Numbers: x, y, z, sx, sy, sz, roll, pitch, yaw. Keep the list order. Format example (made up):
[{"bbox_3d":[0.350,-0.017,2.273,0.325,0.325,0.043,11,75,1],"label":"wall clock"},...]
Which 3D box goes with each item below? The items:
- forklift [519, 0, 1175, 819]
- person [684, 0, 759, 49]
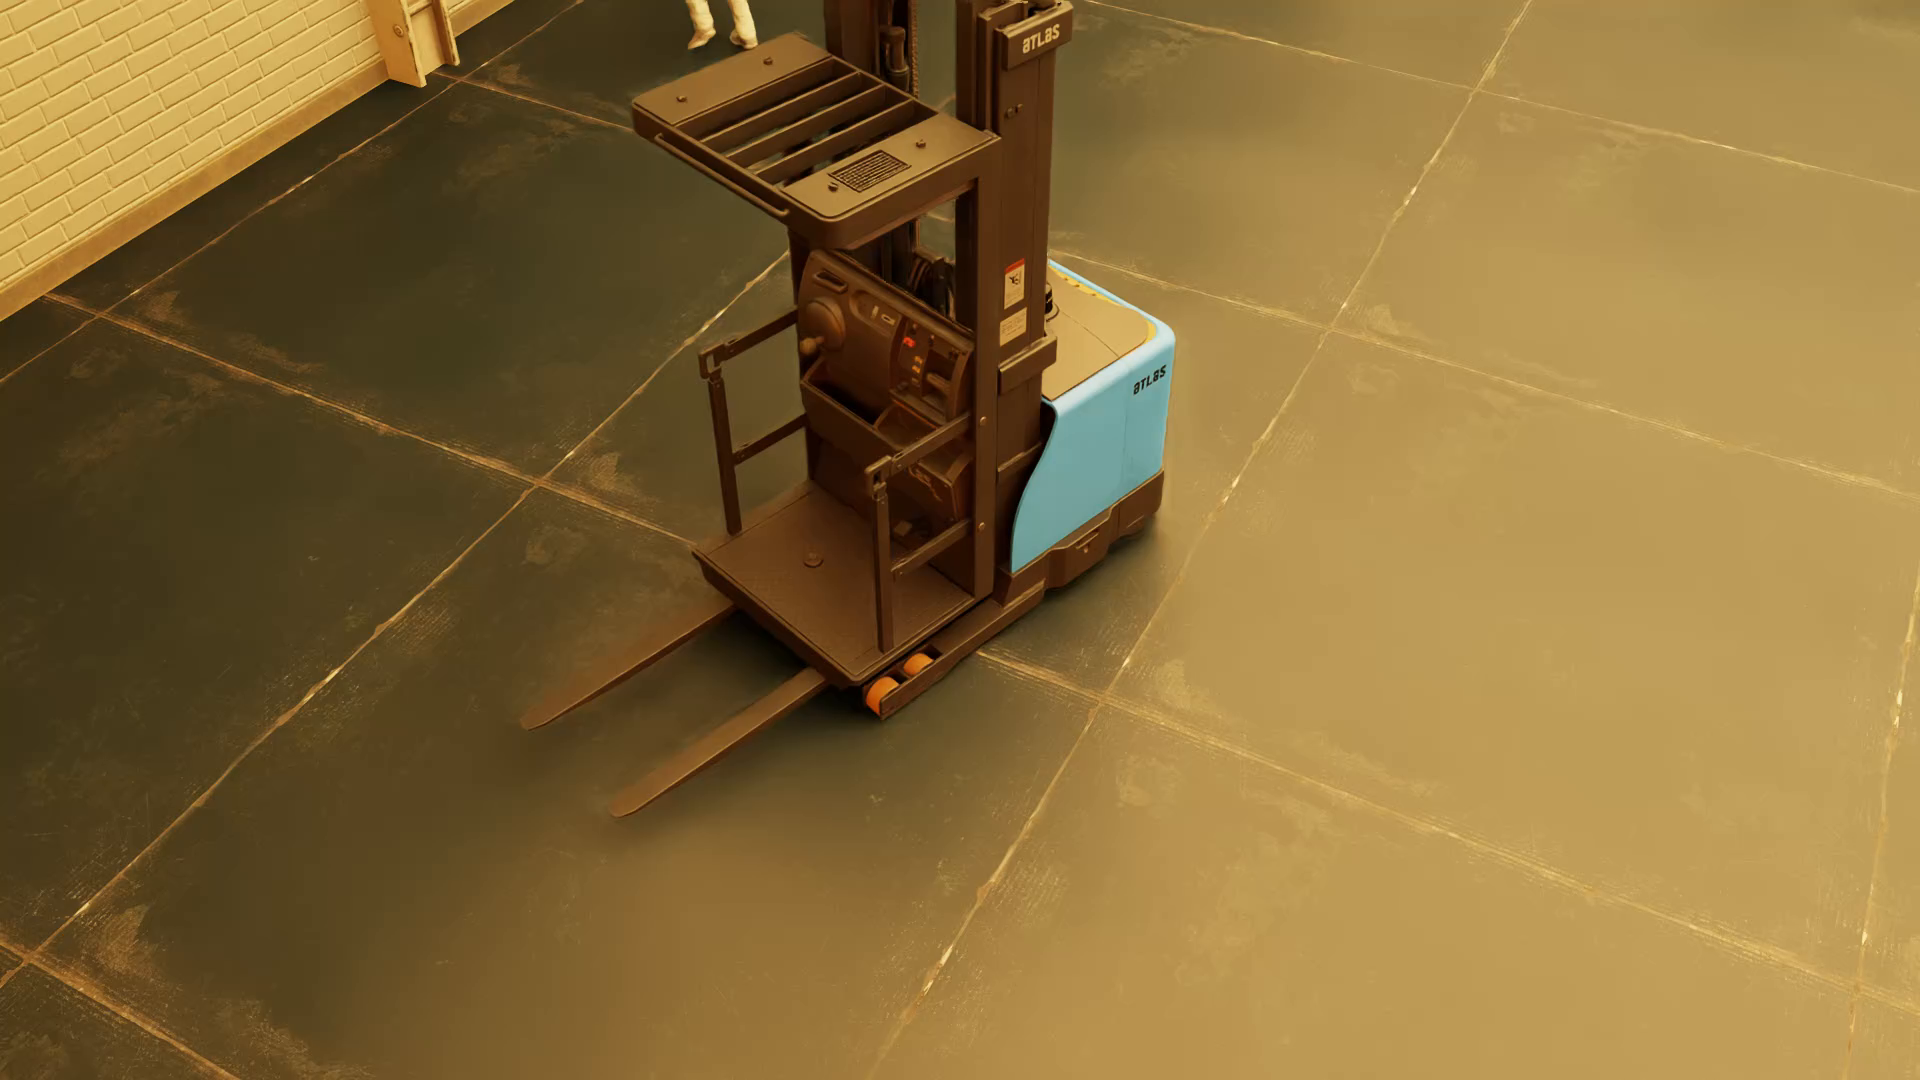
[{"bbox_3d":[-0.458,-0.729,6.428,3.031,2.935,1.130,-34,53,-30],"label":"forklift"},{"bbox_3d":[-1.576,-3.941,10.847,0.709,1.645,0.615,34,53,31],"label":"person"}]
